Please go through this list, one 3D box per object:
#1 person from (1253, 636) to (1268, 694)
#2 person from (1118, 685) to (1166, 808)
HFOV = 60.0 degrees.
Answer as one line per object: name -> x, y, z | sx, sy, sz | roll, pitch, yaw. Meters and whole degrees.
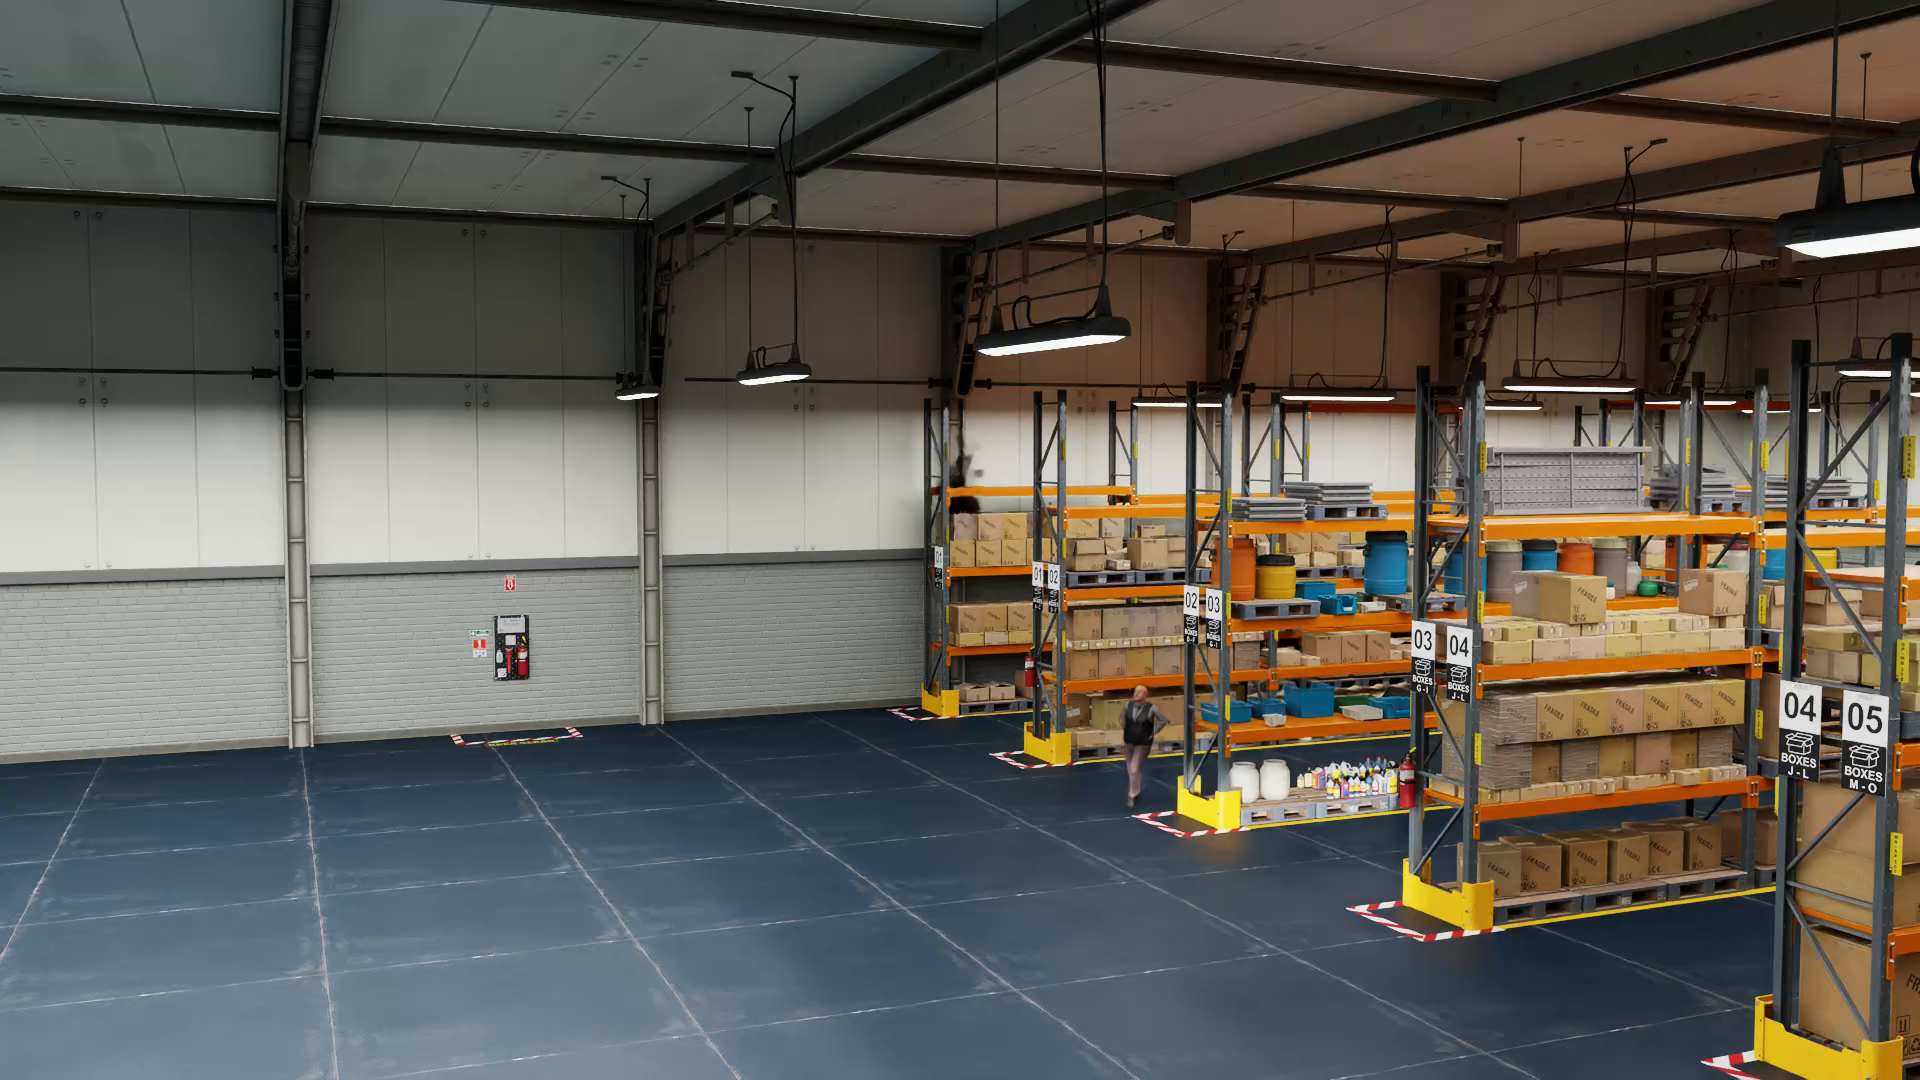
person -> 5.661, 2.560, 30.635 | 0.667, 1.597, 0.505 | -2, 4, -31
person -> 2.538, 2.937, 23.585 | 0.657, 1.772, 0.731 | 3, 4, 38
